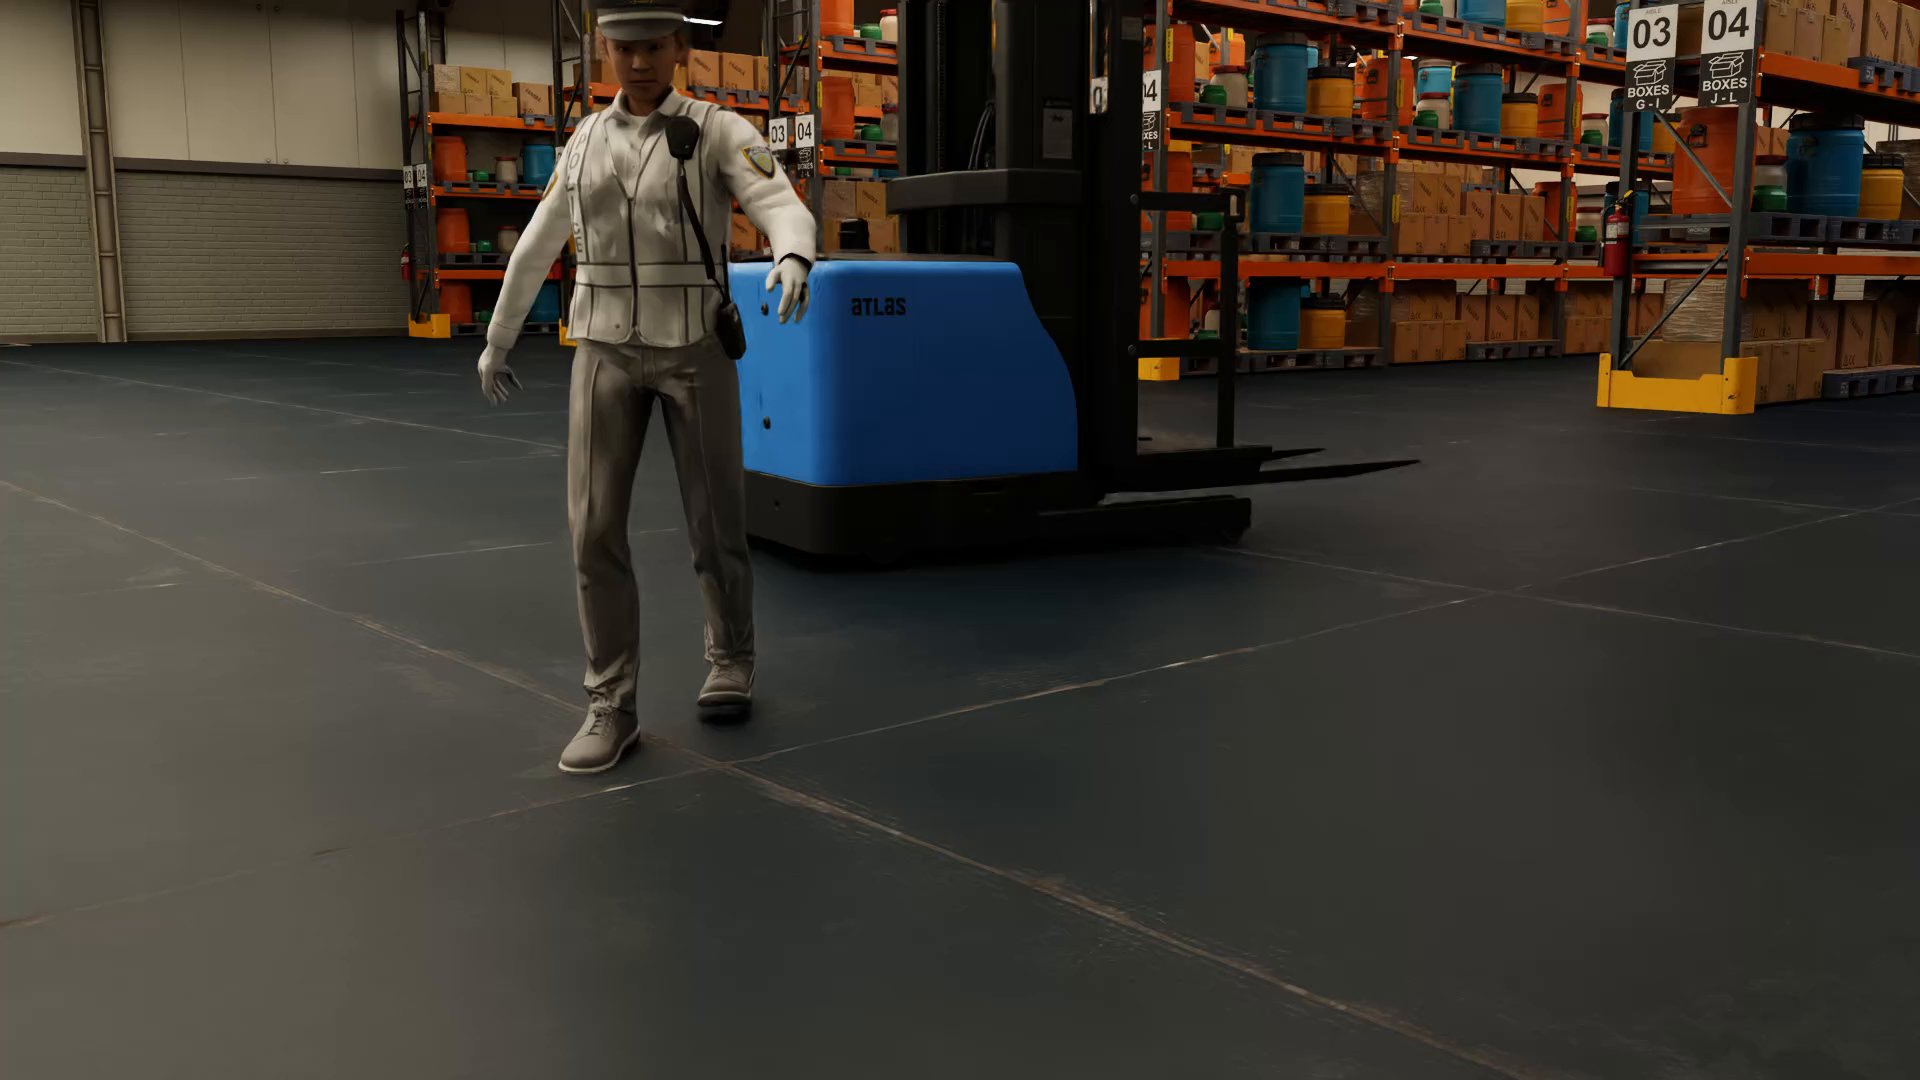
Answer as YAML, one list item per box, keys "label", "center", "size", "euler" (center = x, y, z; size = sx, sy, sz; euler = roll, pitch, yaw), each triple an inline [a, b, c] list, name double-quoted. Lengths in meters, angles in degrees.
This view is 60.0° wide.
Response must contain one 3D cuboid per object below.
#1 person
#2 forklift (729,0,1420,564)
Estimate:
- label: "person"
  center: [-0.689, -0.370, 3.609]
  size: [0.879, 1.650, 0.726]
  euler: [1, 9, 8]
- label: "forklift"
  center: [0.566, -1.505, 6.681]
  size: [3.031, 2.935, 1.130]
  euler: [-5, 10, -30]
